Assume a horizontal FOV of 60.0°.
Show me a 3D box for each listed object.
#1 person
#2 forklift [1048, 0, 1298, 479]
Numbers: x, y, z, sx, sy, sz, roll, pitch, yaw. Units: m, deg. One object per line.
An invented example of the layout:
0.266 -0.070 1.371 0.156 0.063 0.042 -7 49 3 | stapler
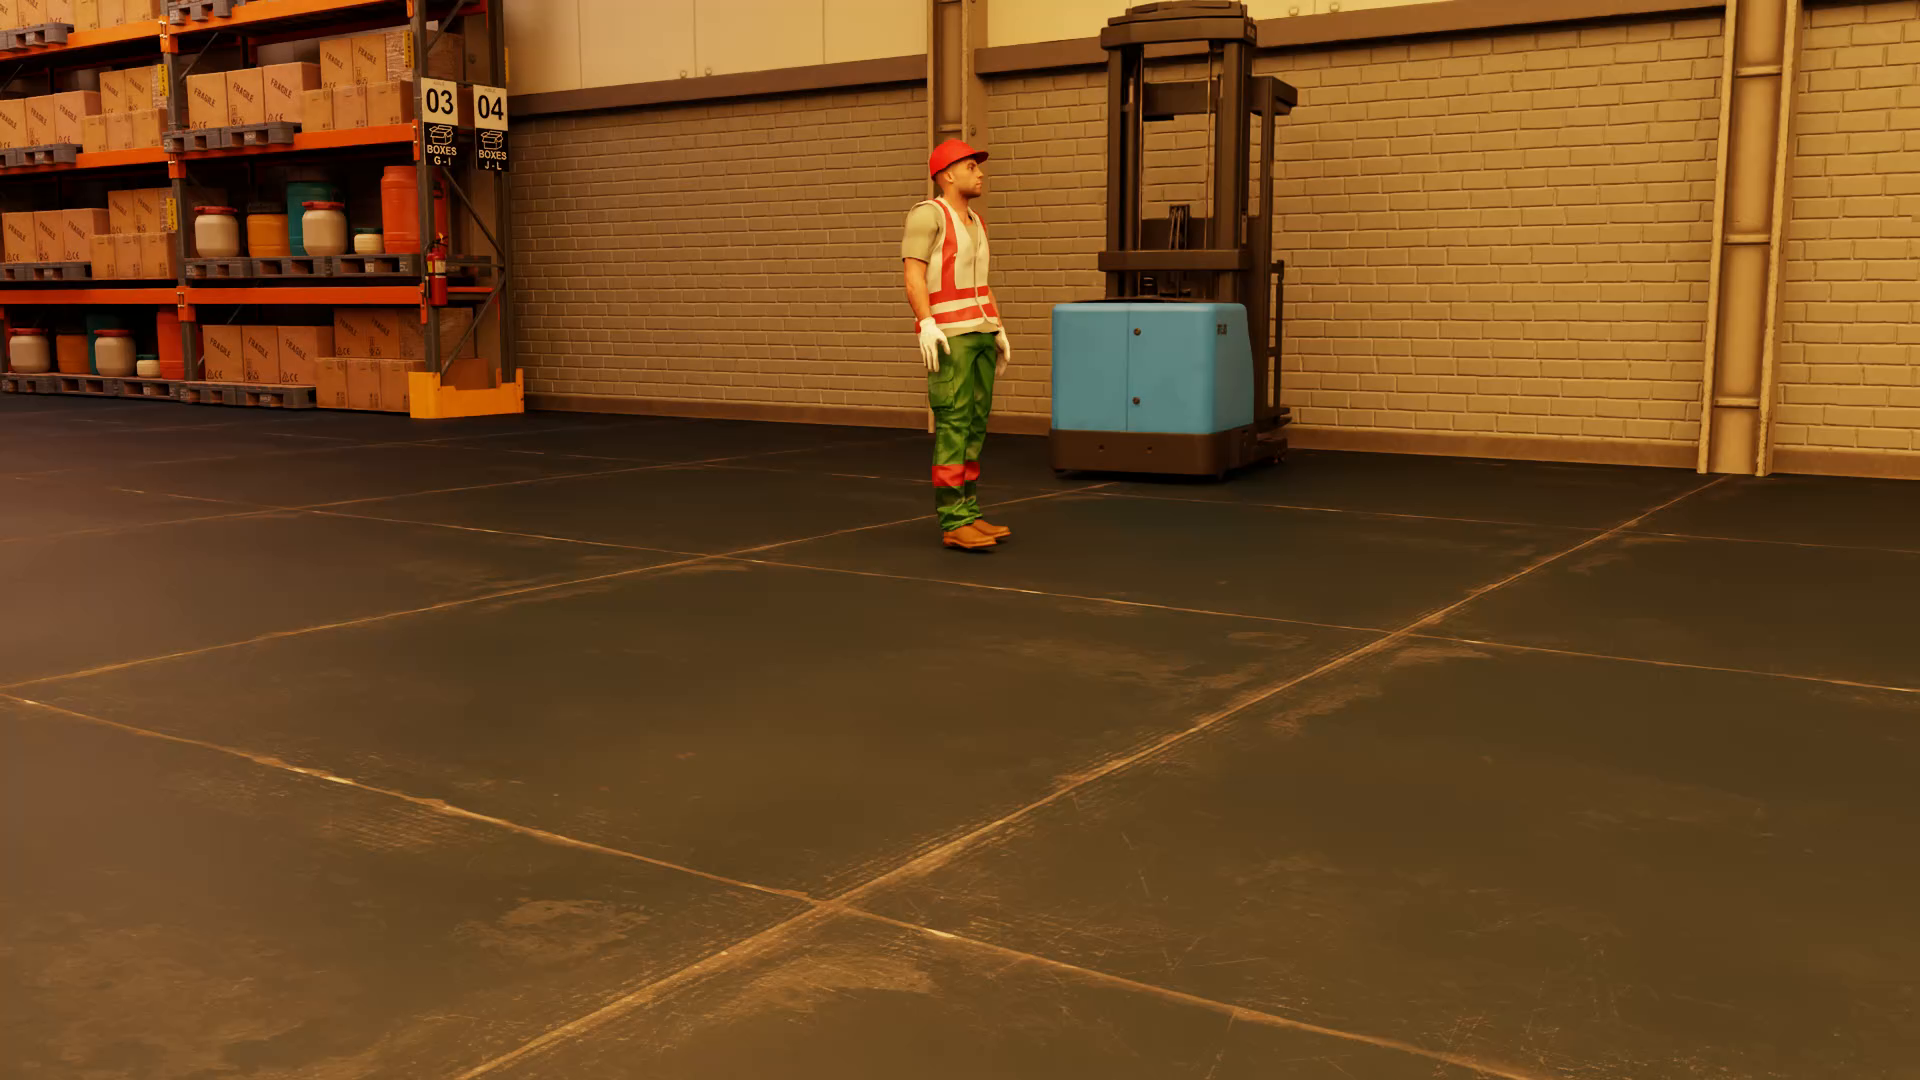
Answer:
0.061 -0.885 7.423 0.562 1.789 0.638 5 10 34 | person
1.600 -1.982 11.129 1.130 2.935 3.031 4 9 23 | forklift
